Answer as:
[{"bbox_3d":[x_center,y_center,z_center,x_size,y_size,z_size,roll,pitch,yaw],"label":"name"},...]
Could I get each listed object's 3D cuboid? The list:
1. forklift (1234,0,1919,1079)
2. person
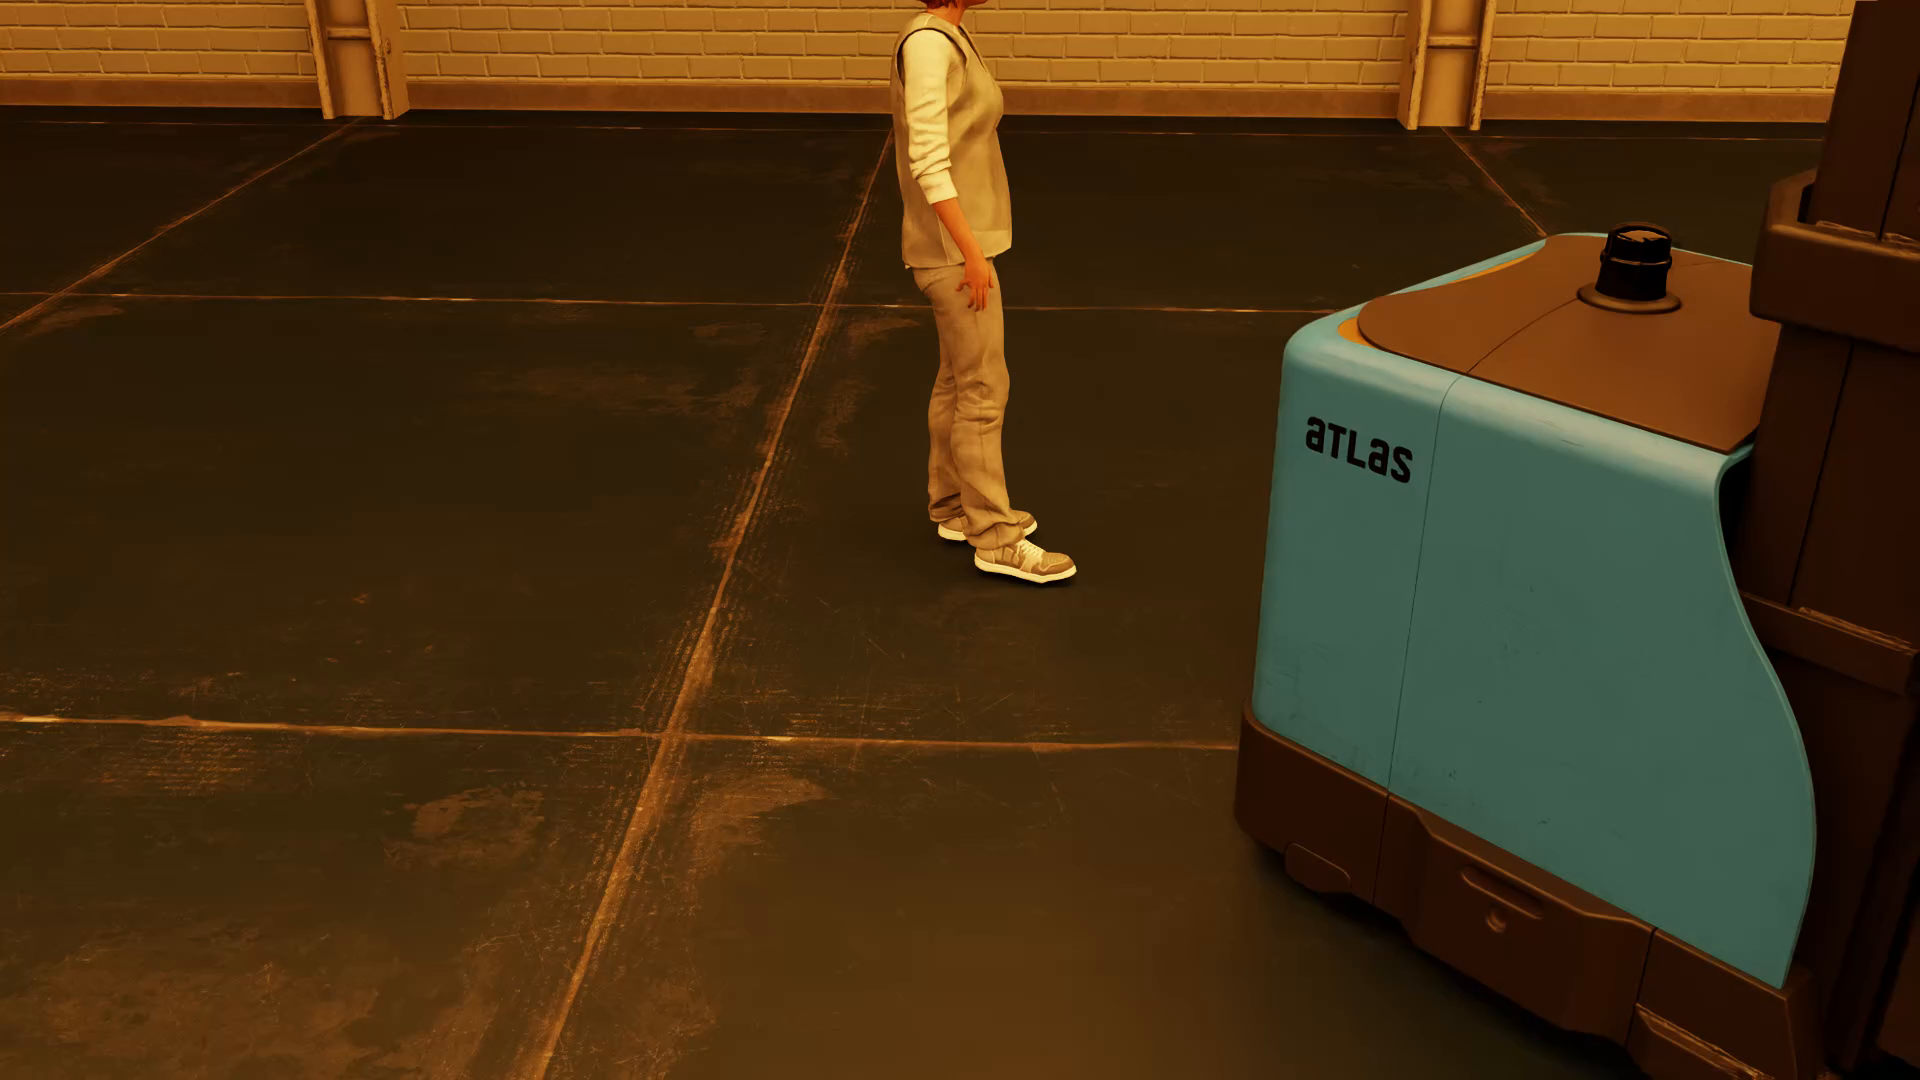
[{"bbox_3d":[1.898,-0.370,1.959,1.130,2.935,3.031,-22,34,-37],"label":"forklift"},{"bbox_3d":[0.074,-0.715,4.149,0.473,1.599,0.520,1,26,2],"label":"person"}]
